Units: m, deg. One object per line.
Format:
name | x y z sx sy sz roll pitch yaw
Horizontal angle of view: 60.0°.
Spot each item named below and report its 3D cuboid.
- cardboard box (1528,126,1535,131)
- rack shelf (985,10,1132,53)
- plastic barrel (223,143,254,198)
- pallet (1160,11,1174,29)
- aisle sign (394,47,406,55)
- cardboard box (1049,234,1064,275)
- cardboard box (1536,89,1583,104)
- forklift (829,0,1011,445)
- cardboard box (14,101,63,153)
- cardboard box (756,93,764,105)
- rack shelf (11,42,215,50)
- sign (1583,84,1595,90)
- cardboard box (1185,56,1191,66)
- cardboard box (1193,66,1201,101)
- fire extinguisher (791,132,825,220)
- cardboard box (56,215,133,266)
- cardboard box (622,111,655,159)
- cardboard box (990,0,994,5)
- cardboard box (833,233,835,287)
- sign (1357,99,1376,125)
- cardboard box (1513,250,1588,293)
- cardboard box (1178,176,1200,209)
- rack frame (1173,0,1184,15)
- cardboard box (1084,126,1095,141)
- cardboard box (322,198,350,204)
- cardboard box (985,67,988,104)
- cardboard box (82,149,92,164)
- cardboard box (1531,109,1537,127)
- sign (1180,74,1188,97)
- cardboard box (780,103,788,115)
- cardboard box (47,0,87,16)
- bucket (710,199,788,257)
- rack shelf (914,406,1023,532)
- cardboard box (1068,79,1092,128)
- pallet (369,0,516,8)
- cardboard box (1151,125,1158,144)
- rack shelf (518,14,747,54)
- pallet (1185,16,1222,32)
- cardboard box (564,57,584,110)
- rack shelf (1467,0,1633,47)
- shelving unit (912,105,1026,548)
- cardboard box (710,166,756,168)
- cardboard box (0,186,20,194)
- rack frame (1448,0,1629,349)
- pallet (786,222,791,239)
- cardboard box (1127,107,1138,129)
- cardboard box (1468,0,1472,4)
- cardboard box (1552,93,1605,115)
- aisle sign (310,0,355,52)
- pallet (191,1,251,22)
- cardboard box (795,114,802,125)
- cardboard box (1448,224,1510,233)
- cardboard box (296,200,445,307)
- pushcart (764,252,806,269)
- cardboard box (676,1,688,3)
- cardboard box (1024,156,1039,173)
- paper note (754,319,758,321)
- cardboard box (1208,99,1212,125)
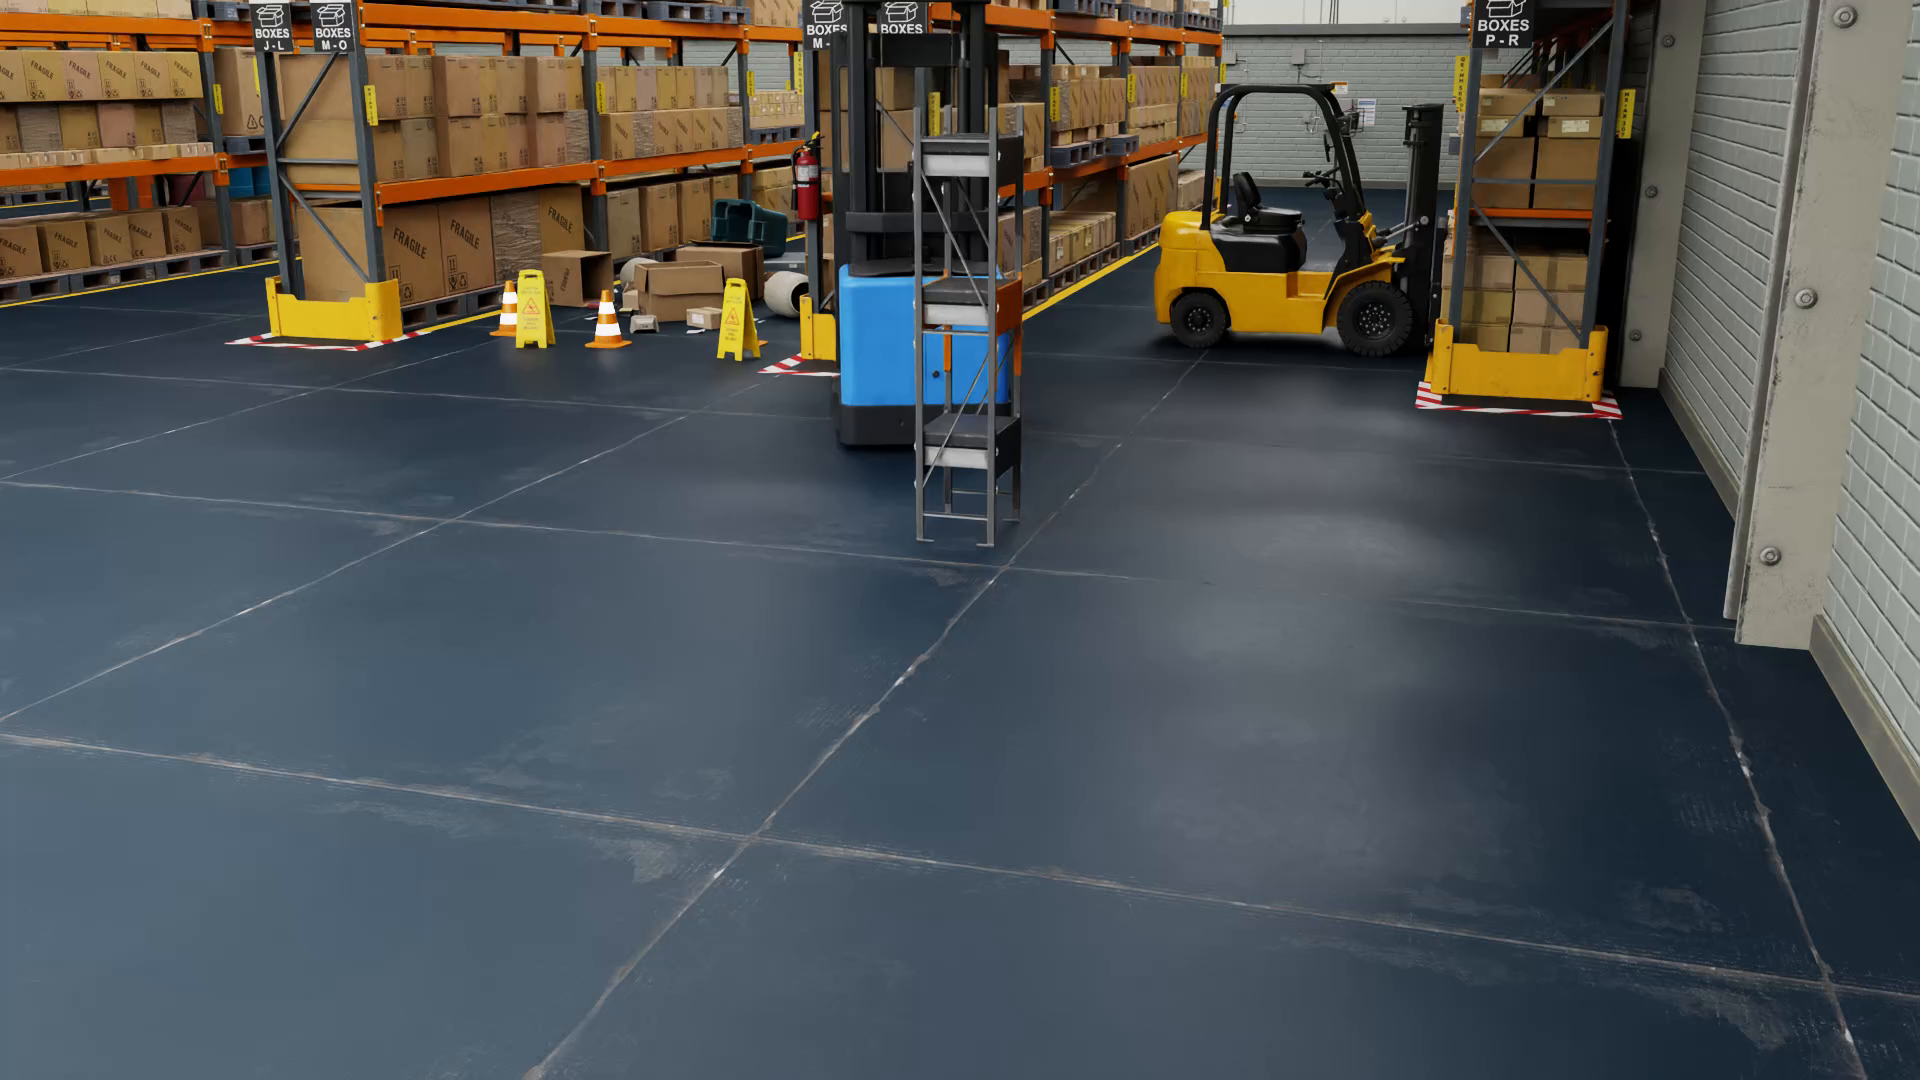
cardboard box | 5.024 -3.207 13.957 0.500 0.500 0.500 4 16 14
rack shelf | 0.981 -5.566 18.277 1.077 0.370 4.000 5 16 16
plastic barrel | -11.936 -6.058 27.265 0.600 0.901 0.708 5 16 16
pallet | 2.473 -7.146 22.880 0.805 0.209 1.217 4 16 14
aisle sign | -10.692 -9.530 31.668 0.394 0.787 0.004 5 16 16
cardboard box | 0.559 -3.021 17.529 0.950 0.372 0.625 5 17 17
cardboard box | 5.198 -3.825 14.402 0.380 0.149 0.250 4 16 15
forklift | -0.316 -2.338 11.200 1.130 2.935 3.031 -1 16 -4
cardboard box | -9.832 -4.268 17.152 0.875 0.500 0.500 5 16 16
cardboard box | -2.834 -5.893 22.211 0.380 0.149 0.250 4 16 14
rack shelf | -15.744 -9.197 31.077 1.077 0.370 4.000 5 16 16
sign | 5.705 -3.974 15.110 0.100 0.325 0.005 5 16 16
cardboard box | 3.244 -7.141 24.805 0.380 0.149 0.250 5 16 15
cardboard box | 3.360 -6.938 25.279 0.500 0.500 0.500 5 17 17
fire extinguisher | -1.198 -2.868 13.085 0.296 0.674 0.183 5 16 16
cardboard box | -9.497 -3.293 18.254 0.500 0.500 0.500 3 16 11
cardboard box | -3.812 -4.600 18.867 0.500 0.500 0.500 5 17 16
cardboard box | 0.081 -4.693 14.343 0.380 0.149 0.250 4 16 14
cardboard box | -0.746 -2.369 14.080 0.500 0.500 0.500 5 17 16
sign | 7.908 -8.331 32.379 0.329 0.494 0.001 5 16 16
cardboard box | 4.354 -1.987 12.273 0.500 0.250 0.500 4 16 15
cardboard box | 3.221 -5.398 25.790 0.875 0.438 0.875 4 16 14
rack frame | 2.686 -8.925 23.304 1.000 3.000 0.127 5 16 16
cardboard box | 1.270 -4.486 18.338 0.380 0.149 0.250 5 17 18
cardboard box | -8.423 -4.298 21.760 0.700 0.500 0.500 6 17 21
cardboard box | -0.086 -4.388 15.741 0.700 0.500 0.500 5 17 16
cardboard box | -9.453 -4.063 17.619 0.380 0.149 0.250 5 16 16
cardboard box | 5.010 -3.552 13.985 0.380 0.149 0.250 5 17 18
sign | 3.209 -6.518 23.836 0.100 0.325 0.005 5 16 16
cardboard box | -2.604 -5.957 22.980 0.380 0.149 0.250 5 16 16
cardboard box | -9.412 -5.546 17.163 0.500 0.250 0.500 5 17 18
bucket | -2.190 -3.245 17.487 0.726 0.611 0.620 11 9 35
rack shelf | 0.047 -0.367 8.390 0.431 0.518 0.480 5 16 16
cardboard box | 1.116 -4.699 17.900 0.500 0.500 0.500 5 16 16
pallet | -4.953 -5.172 15.733 1.003 0.211 1.213 5 16 16
cardboard box | 2.350 -5.430 22.253 0.500 0.250 0.500 5 16 16
rack shelf | -3.794 -5.923 19.537 1.077 0.370 4.000 5 16 16
pallet | 3.622 -8.291 26.728 1.003 0.211 1.213 5 16 16
cardboard box | -4.500 -4.801 17.505 0.875 0.550 0.550 5 16 16
rack shelf | 4.604 -4.135 13.234 1.077 0.370 4.000 5 16 16
shelving unit | 0.047 -1.053 8.196 0.431 2.100 0.503 5 16 16
cardboard box | -3.149 -5.042 23.046 0.500 0.250 0.500 5 17 17
cardboard box | -16.469 -6.174 28.375 0.500 0.500 0.500 5 17 17
rack frame | 4.036 -2.515 11.700 1.000 3.000 0.127 5 16 16
pallet | -3.002 -4.212 22.794 1.003 0.211 1.213 5 16 16
cardboard box | 1.930 -5.274 20.785 0.500 0.250 0.500 5 16 15
cardboard box | 6.611 -6.847 20.981 0.380 0.149 0.250 5 17 17
cardboard box | 4.472 -3.155 12.037 0.380 0.149 0.250 5 17 18
aisle sign | -5.231 -4.465 13.812 0.394 0.787 0.004 5 16 16
pallet | -8.811 -6.220 19.609 1.213 0.211 1.003 5 16 16
cardboard box | -2.454 -5.947 23.491 0.380 0.149 0.250 4 16 14
cardboard box | 4.449 -2.556 14.280 0.500 0.250 0.500 5 17 18
cardboard box | -5.369 -2.619 15.190 0.875 0.875 0.875 5 17 16
pushcart | -1.787 -2.848 17.678 1.648 0.377 0.936 -1 16 -3
cardboard box | -3.642 -6.828 20.617 0.500 0.311 0.500 5 16 16
cardboard box | 0.549 -3.651 16.166 0.380 0.149 0.250 5 17 17
paper note | -1.979 -2.078 15.619 0.148 0.019 0.142 11 19 35
cardboard box | 3.783 -6.856 26.822 0.500 0.500 0.500 4 16 15
